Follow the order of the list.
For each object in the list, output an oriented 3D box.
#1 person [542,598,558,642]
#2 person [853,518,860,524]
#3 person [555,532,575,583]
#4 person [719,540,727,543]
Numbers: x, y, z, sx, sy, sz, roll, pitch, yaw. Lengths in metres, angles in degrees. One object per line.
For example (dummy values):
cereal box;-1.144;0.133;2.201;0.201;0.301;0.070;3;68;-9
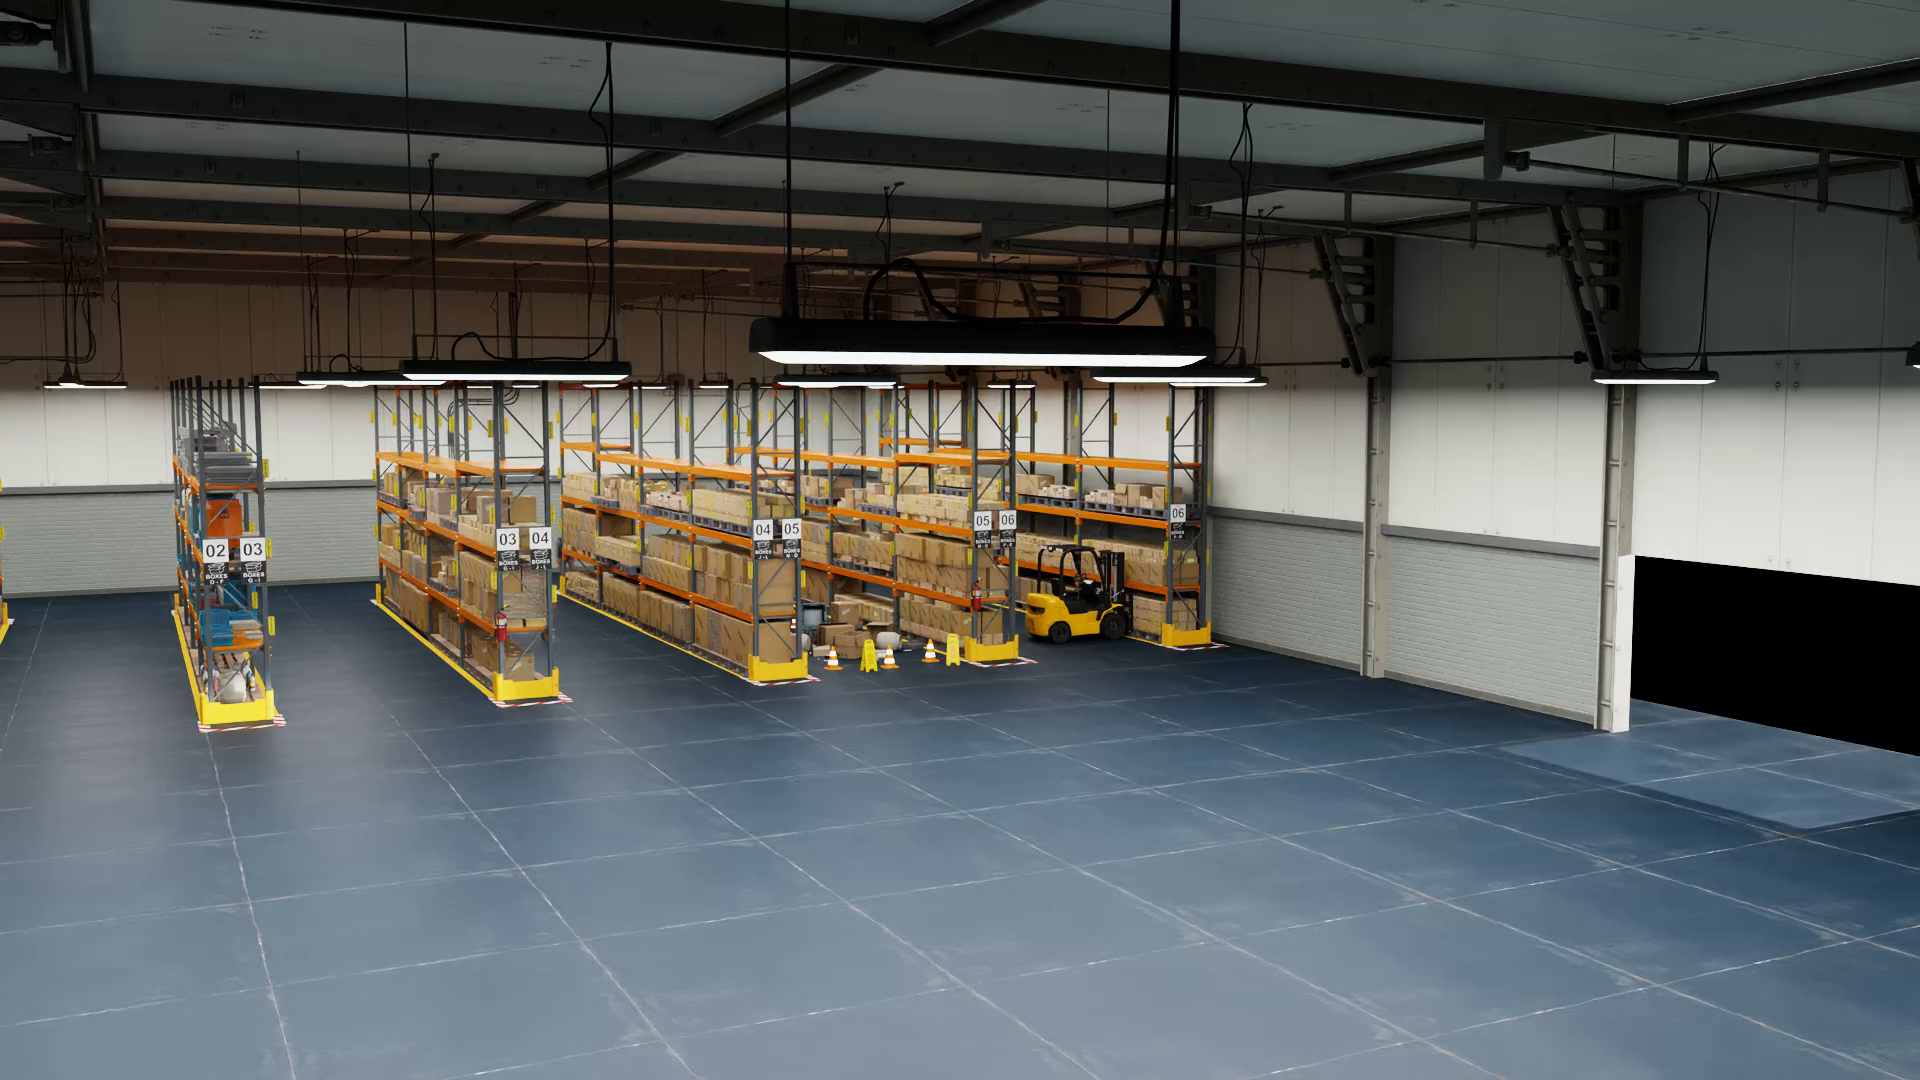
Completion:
person;-9.431;1.519;38.124;0.499;1.689;0.513;0;5;-3
person;-3.333;0.170;52.494;0.552;1.789;0.602;1;5;8
person;-11.538;0.555;48.594;0.596;1.728;0.543;-3;6;-30
person;-6.540;0.729;46.101;0.584;1.777;0.409;2;6;23
